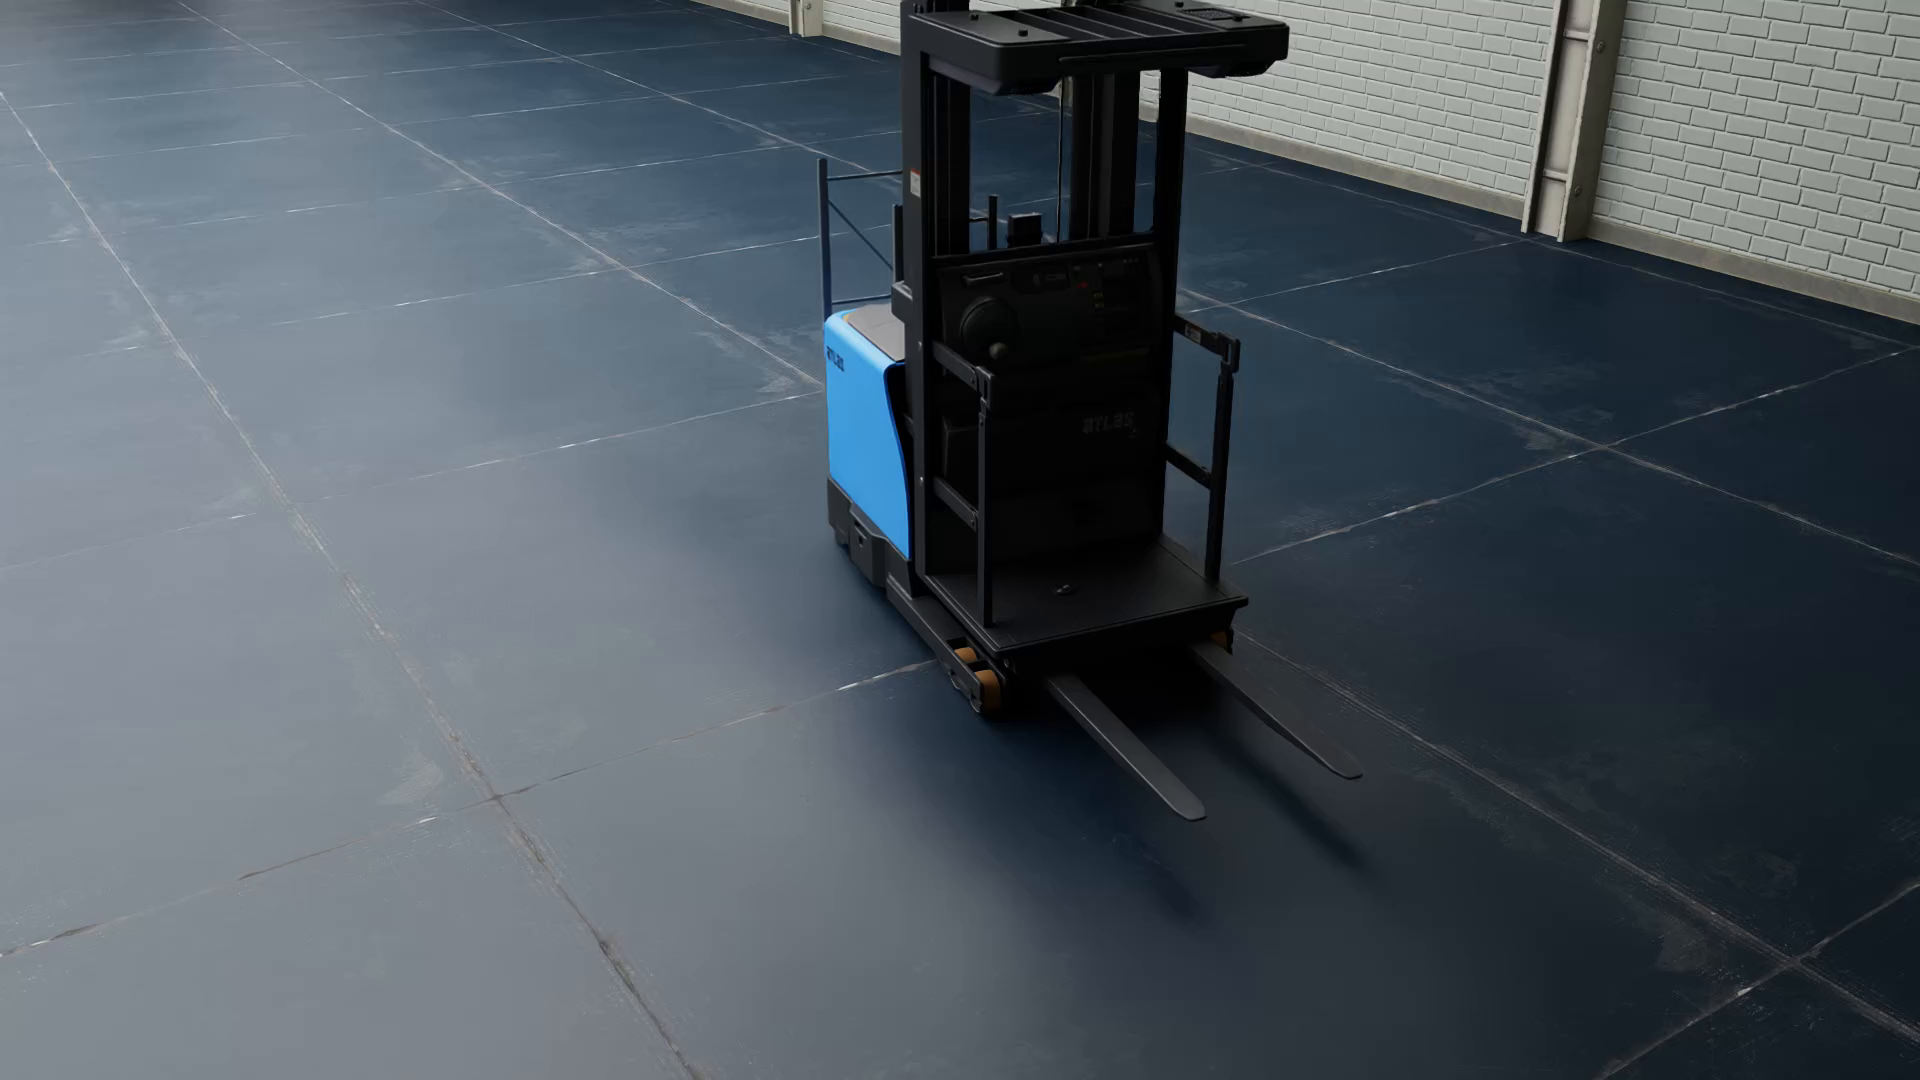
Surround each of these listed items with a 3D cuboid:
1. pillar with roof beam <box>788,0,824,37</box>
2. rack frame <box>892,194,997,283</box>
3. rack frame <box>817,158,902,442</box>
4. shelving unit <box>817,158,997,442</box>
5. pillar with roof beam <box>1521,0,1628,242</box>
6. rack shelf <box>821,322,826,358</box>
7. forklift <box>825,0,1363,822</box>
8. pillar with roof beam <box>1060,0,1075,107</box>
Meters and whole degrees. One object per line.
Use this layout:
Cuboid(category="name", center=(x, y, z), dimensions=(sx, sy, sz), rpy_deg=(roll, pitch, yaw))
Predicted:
Cuboid(category="pillar with roof beam", center=(-5.614, -9.699, 17.754), dimensions=(9.100, 9.000, 0.400), rpy_deg=(-16, 29, -30))
Cuboid(category="rack frame", center=(-0.068, -0.851, 7.796), dimensions=(0.500, 1.500, 0.032), rpy_deg=(-11, 27, -21))
Cuboid(category="rack frame", center=(-0.475, -1.249, 8.638), dimensions=(0.500, 1.500, 0.032), rpy_deg=(-11, 27, -21))
Cuboid(category="shelving unit", center=(-0.271, -1.050, 8.217), dimensions=(0.538, 1.500, 1.048), rpy_deg=(-11, 27, -21))
Cuboid(category="pillar with roof beam", center=(0.937, -5.407, 8.662), dimensions=(9.100, 9.000, 0.400), rpy_deg=(-16, 29, -30))
Cuboid(category="rack shelf", center=(-0.271, -0.887, 8.294), dimensions=(0.538, 0.185, 1.000), rpy_deg=(-11, 27, -21))
Cuboid(category="forklift", center=(0.439, -0.873, 6.166), dimensions=(1.130, 2.935, 3.031), rpy_deg=(-11, 27, -21))
Cuboid(category="pillar with roof beam", center=(-2.338, -7.553, 13.208), dimensions=(9.100, 9.000, 0.400), rpy_deg=(-16, 29, -30))
